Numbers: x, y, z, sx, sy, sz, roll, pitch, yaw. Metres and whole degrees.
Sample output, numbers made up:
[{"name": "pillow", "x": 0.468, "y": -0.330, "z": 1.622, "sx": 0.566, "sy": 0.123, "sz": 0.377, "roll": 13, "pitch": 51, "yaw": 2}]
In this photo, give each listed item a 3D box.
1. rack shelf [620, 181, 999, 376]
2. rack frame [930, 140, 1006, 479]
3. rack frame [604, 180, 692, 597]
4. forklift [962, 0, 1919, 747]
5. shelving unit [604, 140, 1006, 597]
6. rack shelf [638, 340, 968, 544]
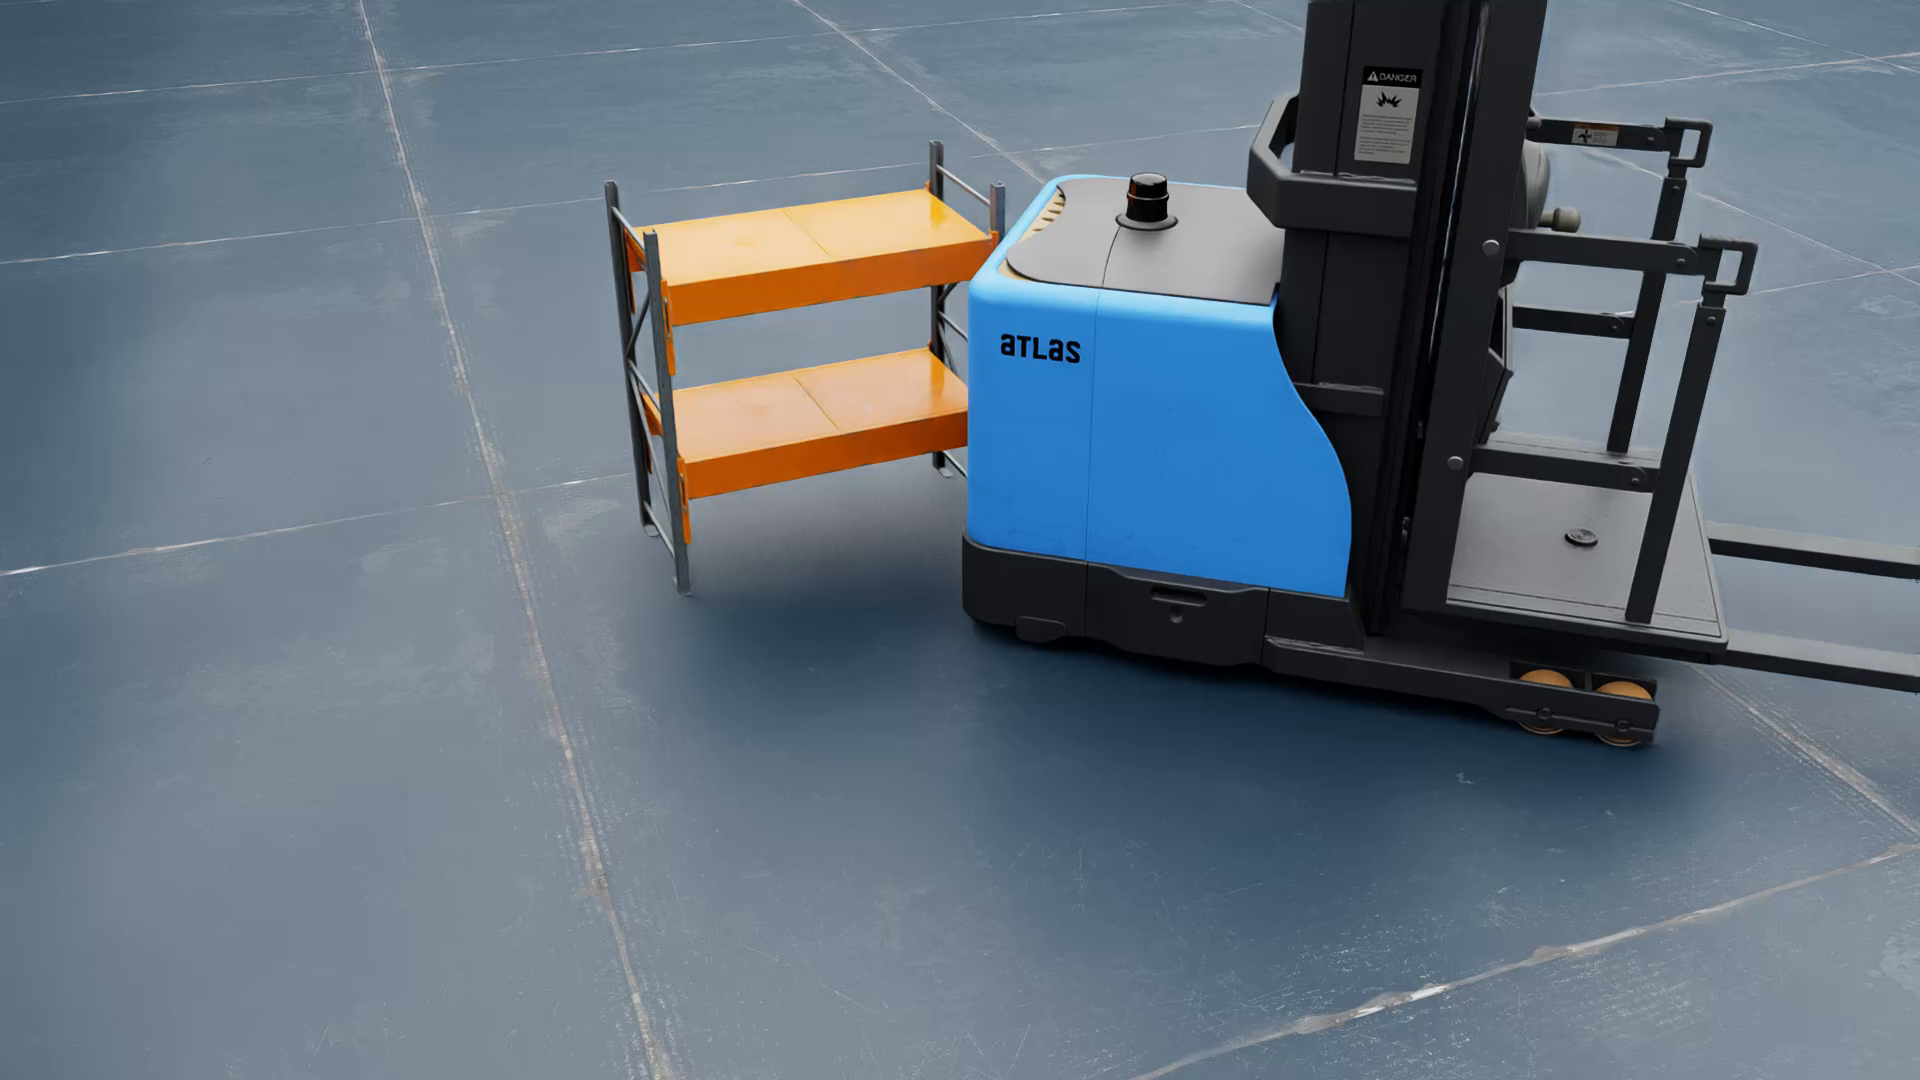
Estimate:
[{"name": "rack shelf", "x": -0.448, "y": -0.790, "z": 4.909, "sx": 1.000, "sy": 0.278, "sz": 0.538, "roll": -12, "pitch": 32, "yaw": -20}, {"name": "rack frame", "x": 0.018, "y": -0.636, "z": 5.230, "sx": 0.032, "sy": 1.125, "sz": 0.500, "roll": -12, "pitch": 32, "yaw": -20}, {"name": "rack frame", "x": -0.914, "y": -0.435, "z": 4.878, "sx": 0.032, "sy": 1.125, "sz": 0.500, "roll": -12, "pitch": 32, "yaw": -20}, {"name": "forklift", "x": 1.582, "y": -1.032, "z": 4.100, "sx": 3.031, "sy": 2.935, "sz": 1.130, "roll": 8, "pitch": 31, "yaw": 14}, {"name": "shelving unit", "x": -0.448, "y": -0.536, "z": 5.054, "sx": 1.048, "sy": 1.125, "sz": 0.538, "roll": -12, "pitch": 32, "yaw": -20}, {"name": "rack shelf", "x": -0.448, "y": -0.323, "z": 5.175, "sx": 1.000, "sy": 0.278, "sz": 0.538, "roll": -12, "pitch": 32, "yaw": -20}]
